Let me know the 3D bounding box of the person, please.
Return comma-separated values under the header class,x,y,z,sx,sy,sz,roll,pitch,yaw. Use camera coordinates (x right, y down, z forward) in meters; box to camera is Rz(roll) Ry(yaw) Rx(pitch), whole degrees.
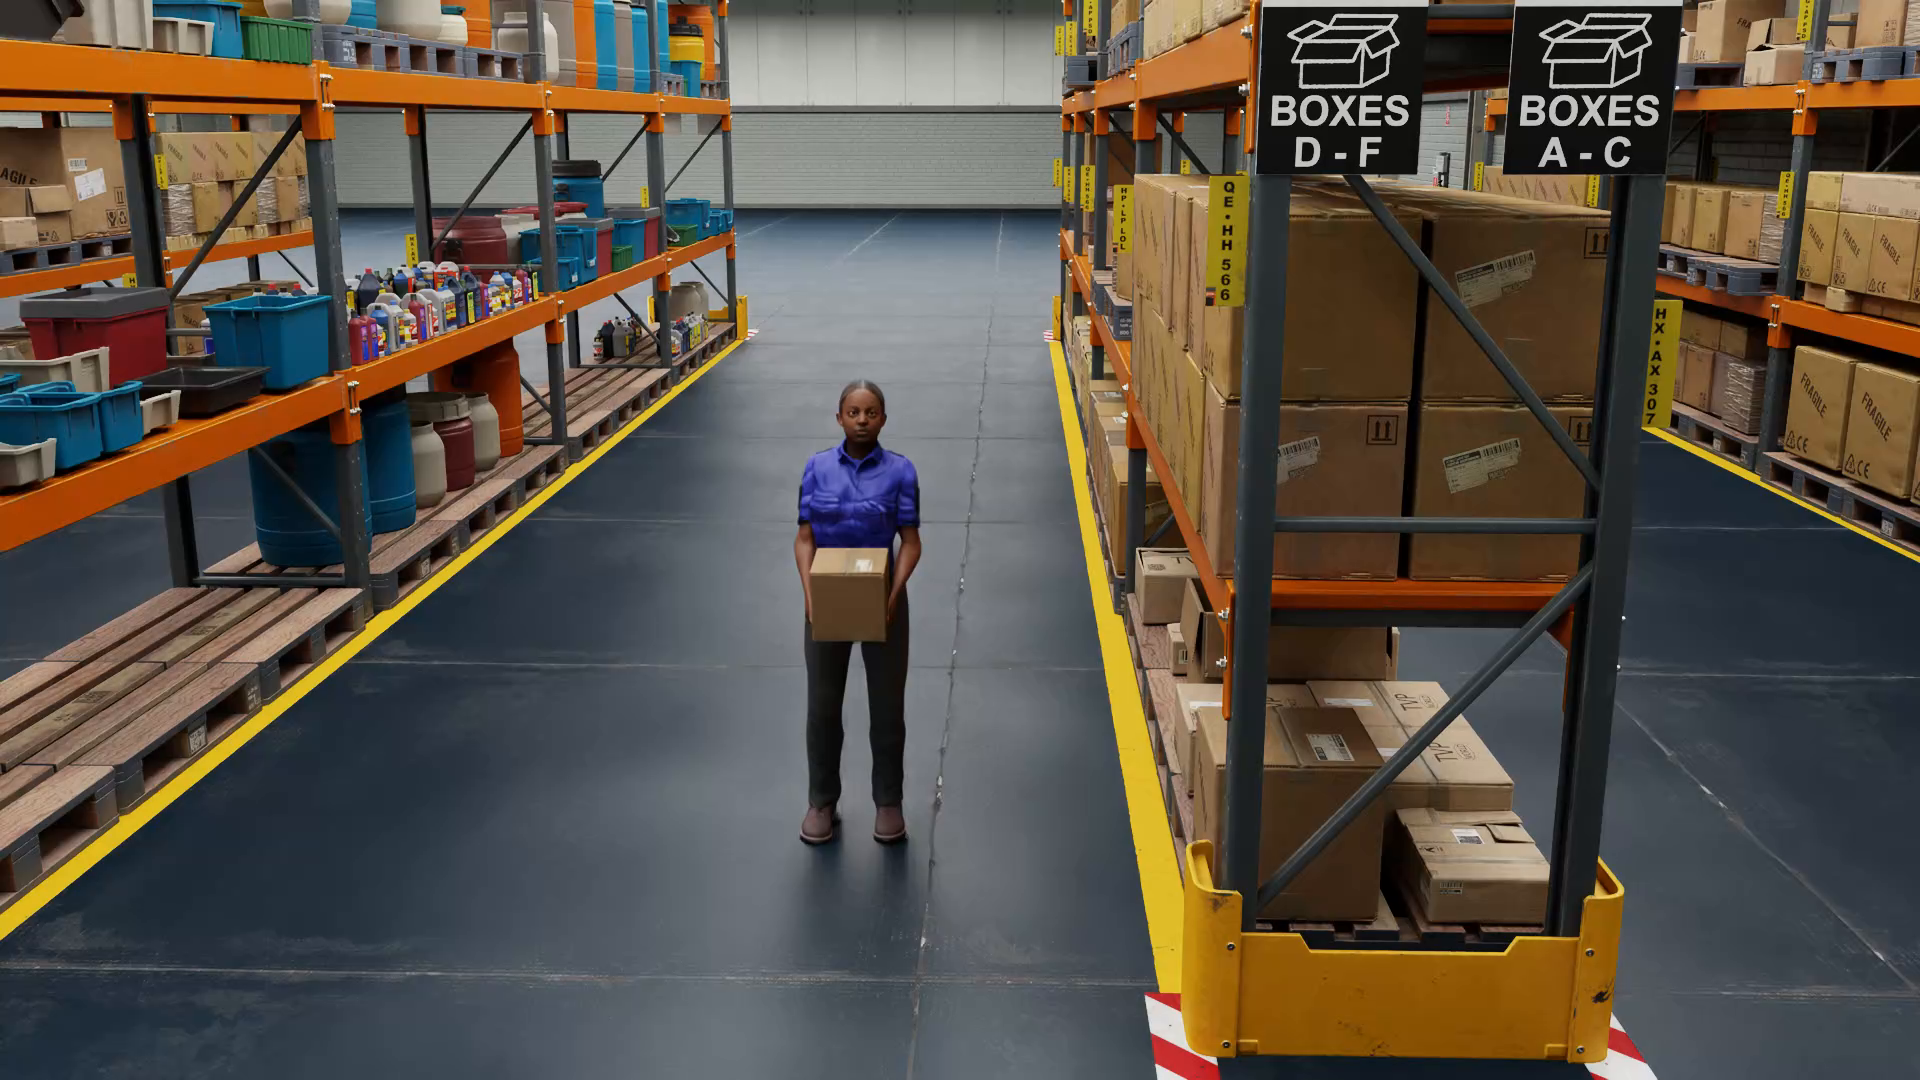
class,x,y,z,sx,sy,sz,roll,pitch,yaw
person,-0.363,0.273,5.920,0.456,1.655,0.507,0,14,1
